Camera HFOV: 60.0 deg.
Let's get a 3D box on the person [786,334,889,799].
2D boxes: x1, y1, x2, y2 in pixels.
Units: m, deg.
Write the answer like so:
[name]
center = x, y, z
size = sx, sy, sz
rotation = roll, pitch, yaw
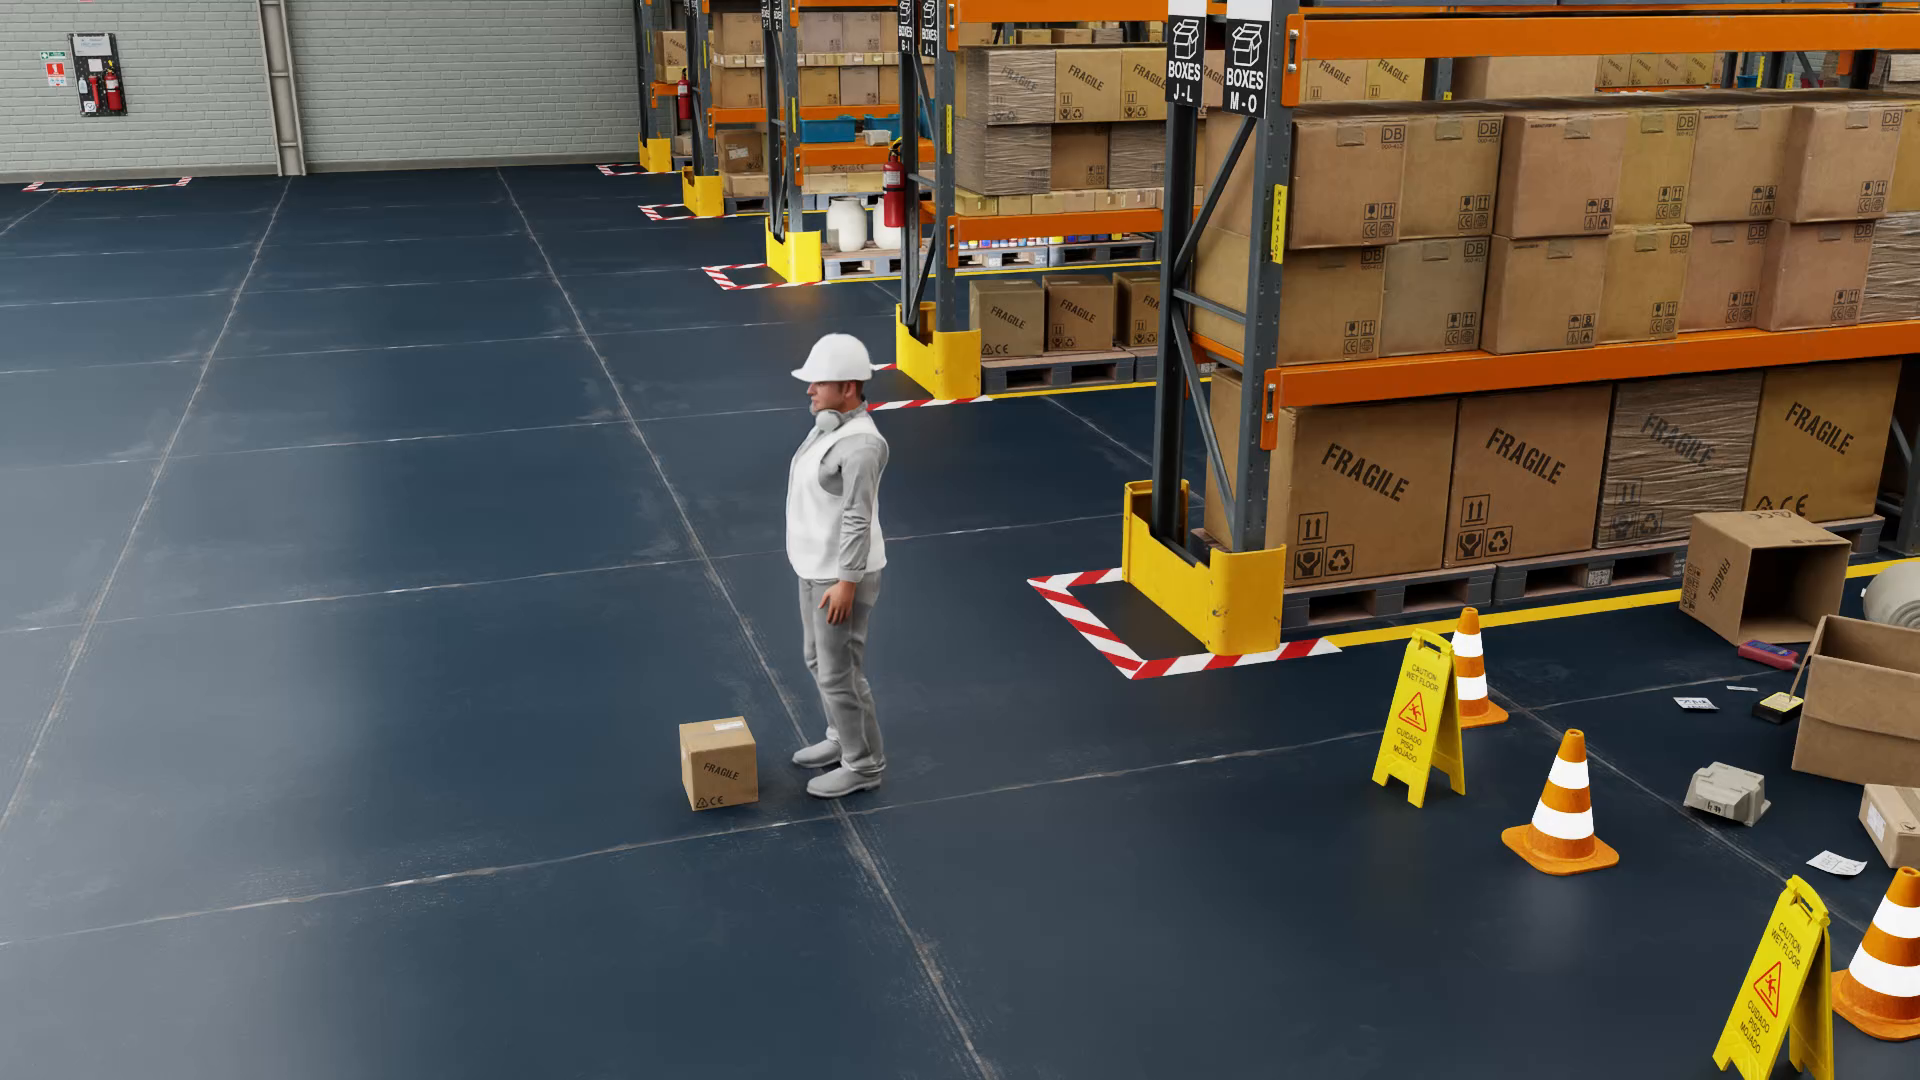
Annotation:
[person]
center = -0.463, 0.099, 6.250
size = 0.360, 1.768, 0.533
rotation = -6, 20, -16
